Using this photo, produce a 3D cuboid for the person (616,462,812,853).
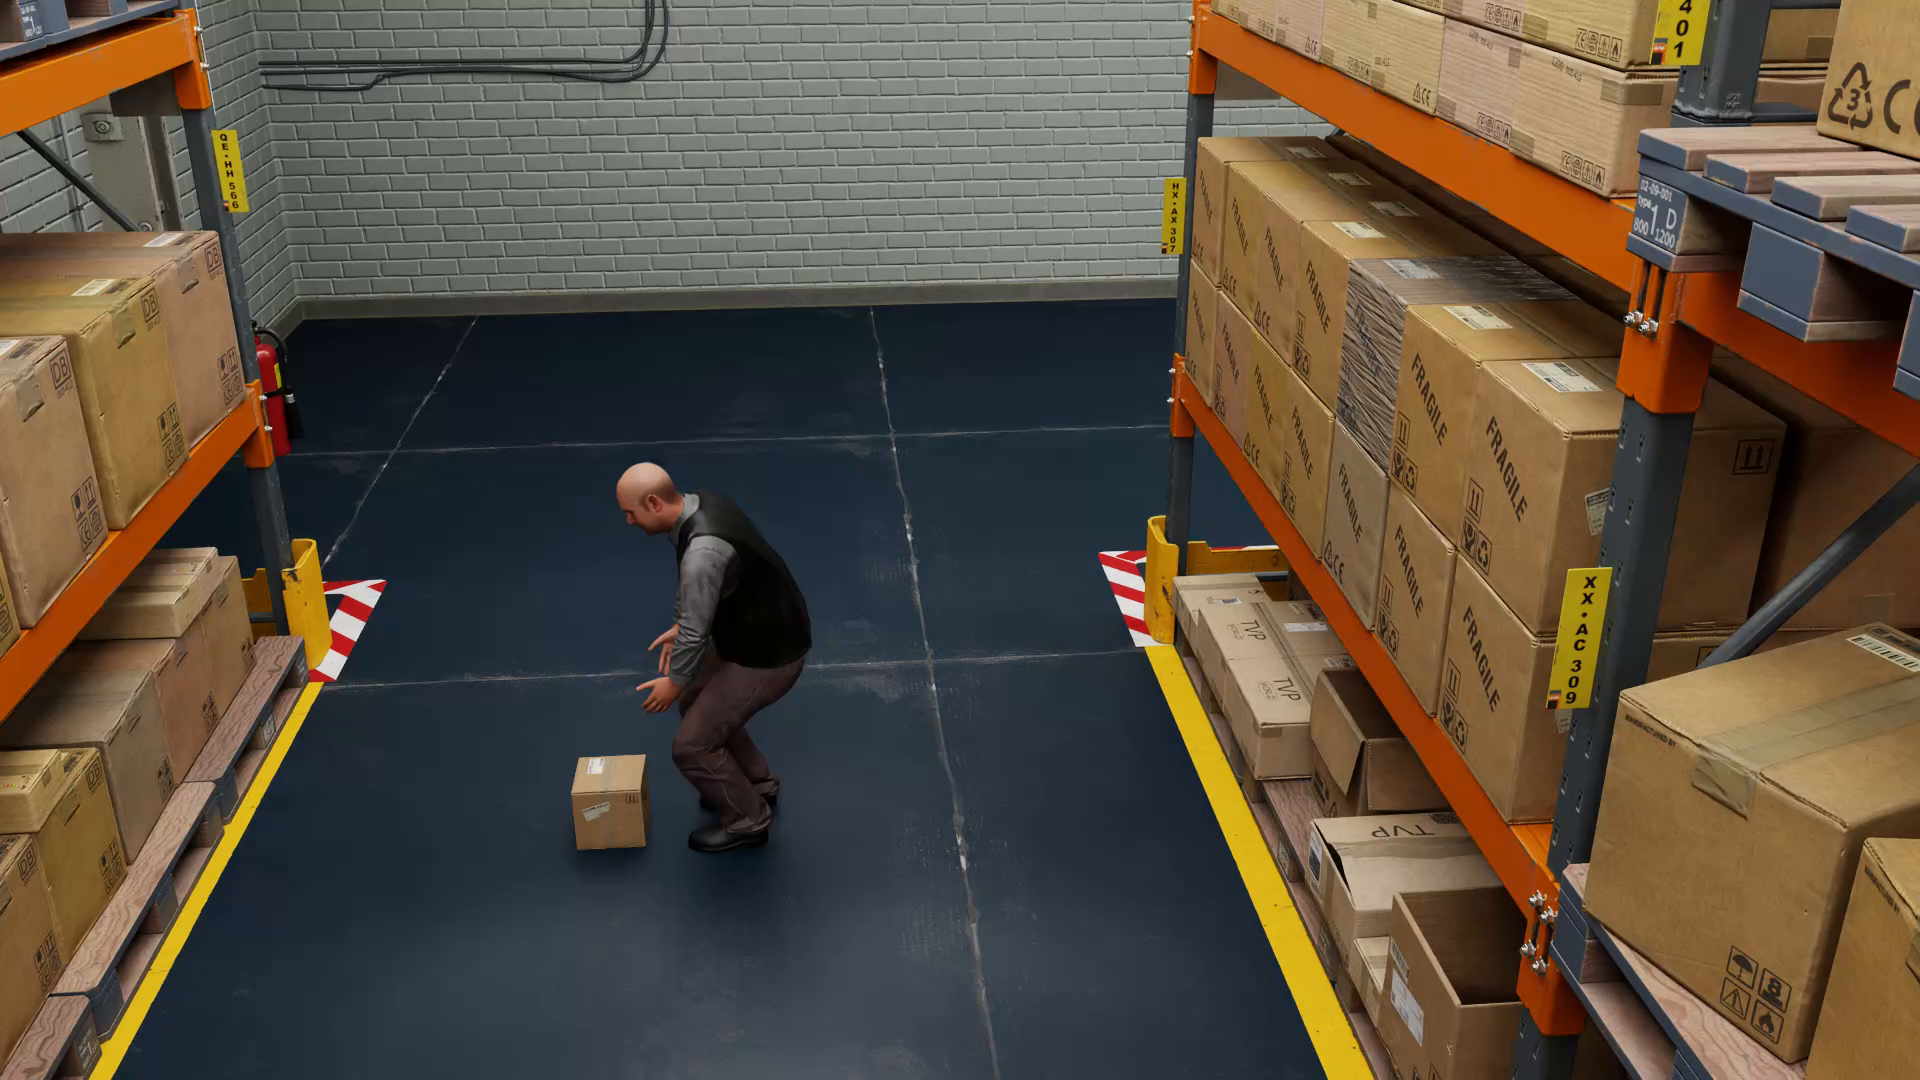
[{"bbox_3d":[-0.856,0.415,5.990,0.648,1.482,0.589,-2,24,-5],"label":"person"}]
